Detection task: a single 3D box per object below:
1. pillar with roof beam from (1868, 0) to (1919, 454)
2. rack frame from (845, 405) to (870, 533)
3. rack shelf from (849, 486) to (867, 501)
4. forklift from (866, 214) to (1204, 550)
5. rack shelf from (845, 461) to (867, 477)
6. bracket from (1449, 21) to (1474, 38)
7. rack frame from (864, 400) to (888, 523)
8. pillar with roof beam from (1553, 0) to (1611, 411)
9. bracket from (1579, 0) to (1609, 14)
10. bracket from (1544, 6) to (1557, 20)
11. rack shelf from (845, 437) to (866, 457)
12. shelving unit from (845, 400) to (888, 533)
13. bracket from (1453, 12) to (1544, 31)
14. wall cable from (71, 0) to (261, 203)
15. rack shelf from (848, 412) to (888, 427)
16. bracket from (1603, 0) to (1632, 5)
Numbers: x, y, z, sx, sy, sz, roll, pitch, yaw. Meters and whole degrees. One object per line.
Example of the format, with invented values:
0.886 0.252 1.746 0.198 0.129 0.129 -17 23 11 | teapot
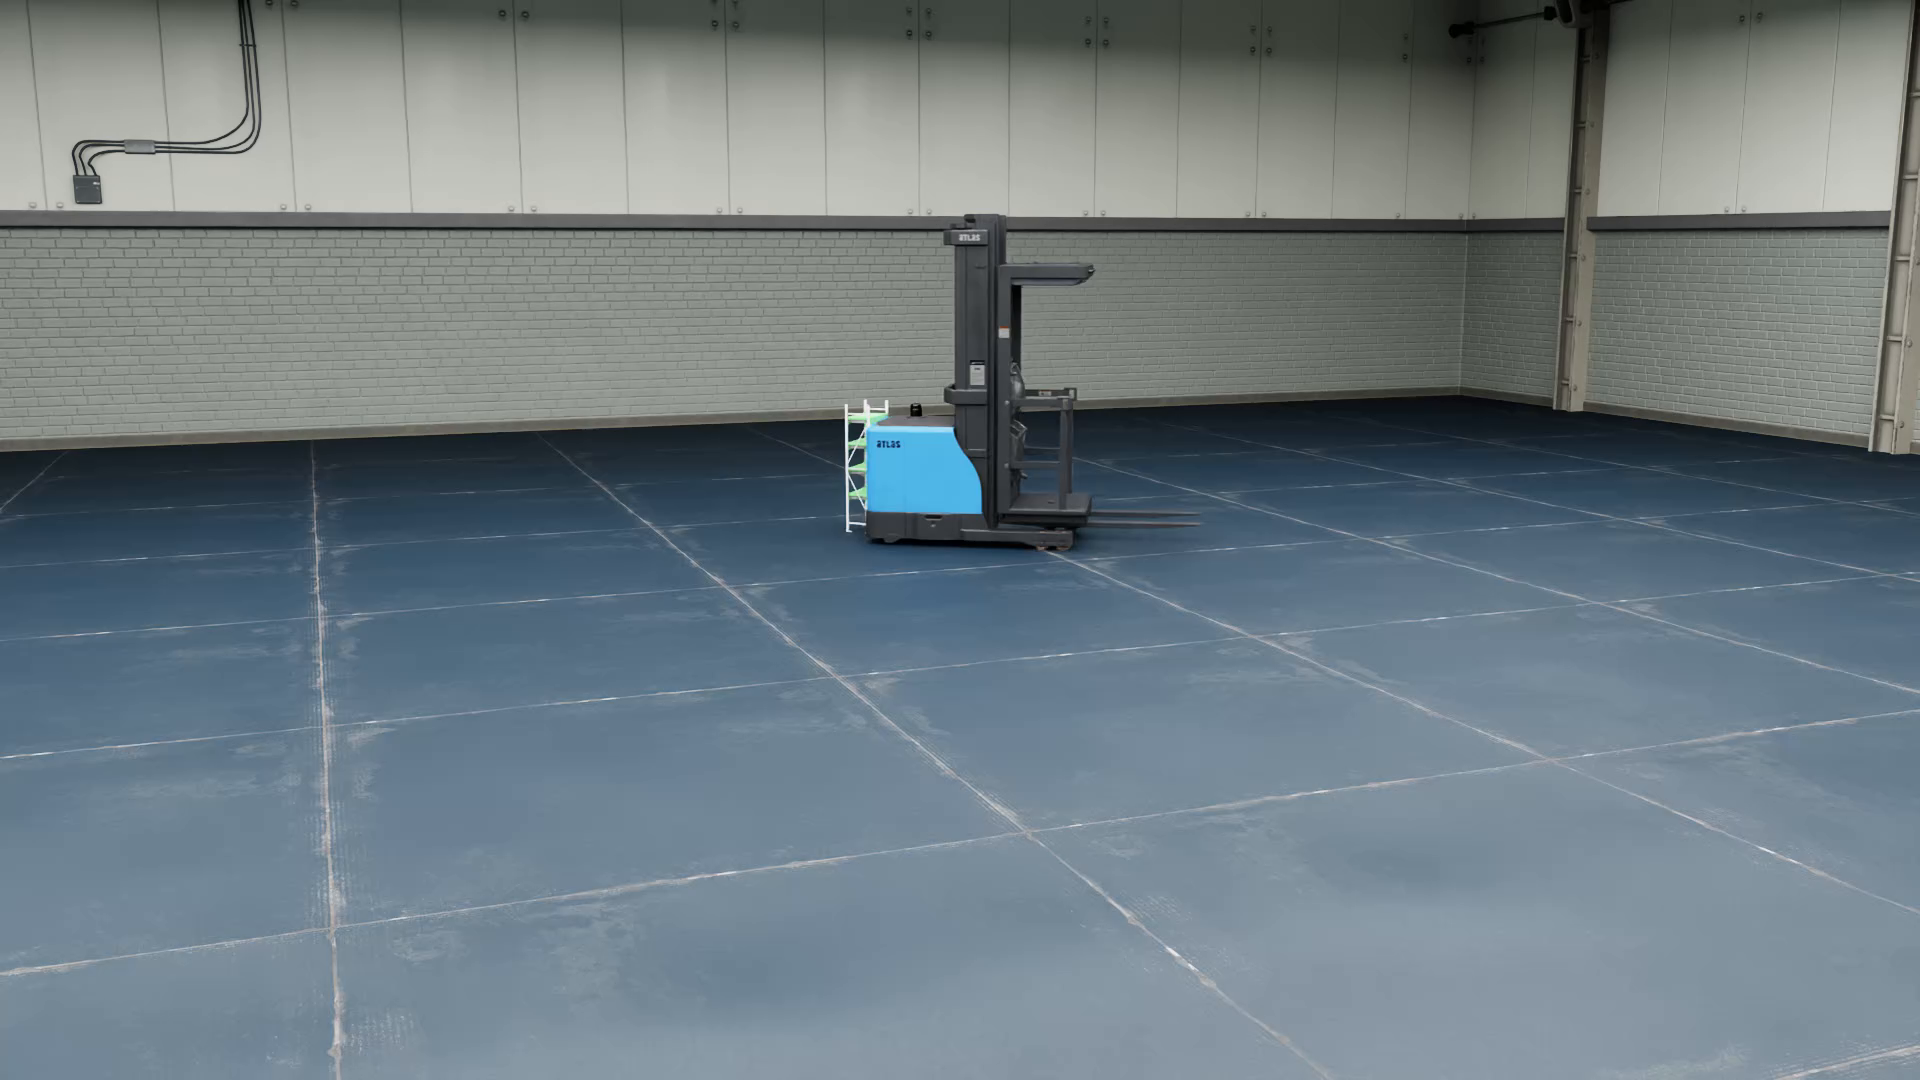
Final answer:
8.118 -5.305 19.378 9.100 9.000 0.400 -4 11 -21 | pillar with roof beam
-0.954 -0.663 15.552 0.240 1.200 0.015 3 11 18 | rack frame
-0.879 -0.405 15.834 0.258 0.148 0.480 3 11 18 | rack shelf
0.704 -1.450 15.035 3.031 2.935 1.130 1 10 7 | forklift
-0.879 -0.641 15.792 0.258 0.148 0.480 3 11 18 | rack shelf
8.616 -8.762 28.533 0.235 0.232 0.430 -4 11 -21 | bracket
-0.804 -0.744 16.009 0.240 1.200 0.015 3 11 18 | rack frame
5.943 -6.284 24.884 9.100 9.000 0.548 -4 11 -21 | pillar with roof beam
9.775 -8.239 25.597 0.235 0.232 0.430 -4 11 -21 | bracket
9.475 -8.375 26.358 0.235 0.232 0.430 -4 11 -21 | bracket
-0.879 -0.877 15.750 0.258 0.148 0.480 3 11 18 | rack shelf
-0.879 -0.704 15.781 0.258 1.200 0.503 3 11 18 | shelving unit
8.830 -8.665 27.991 0.076 0.066 3.189 -4 11 -21 | bracket
-10.384 -7.397 21.431 2.305 6.003 0.169 -4 11 -21 | wall cable
-0.879 -1.113 15.708 0.258 0.148 0.480 3 11 18 | rack shelf
10.709 -7.819 23.232 0.076 0.066 4.783 -4 11 -21 | bracket
